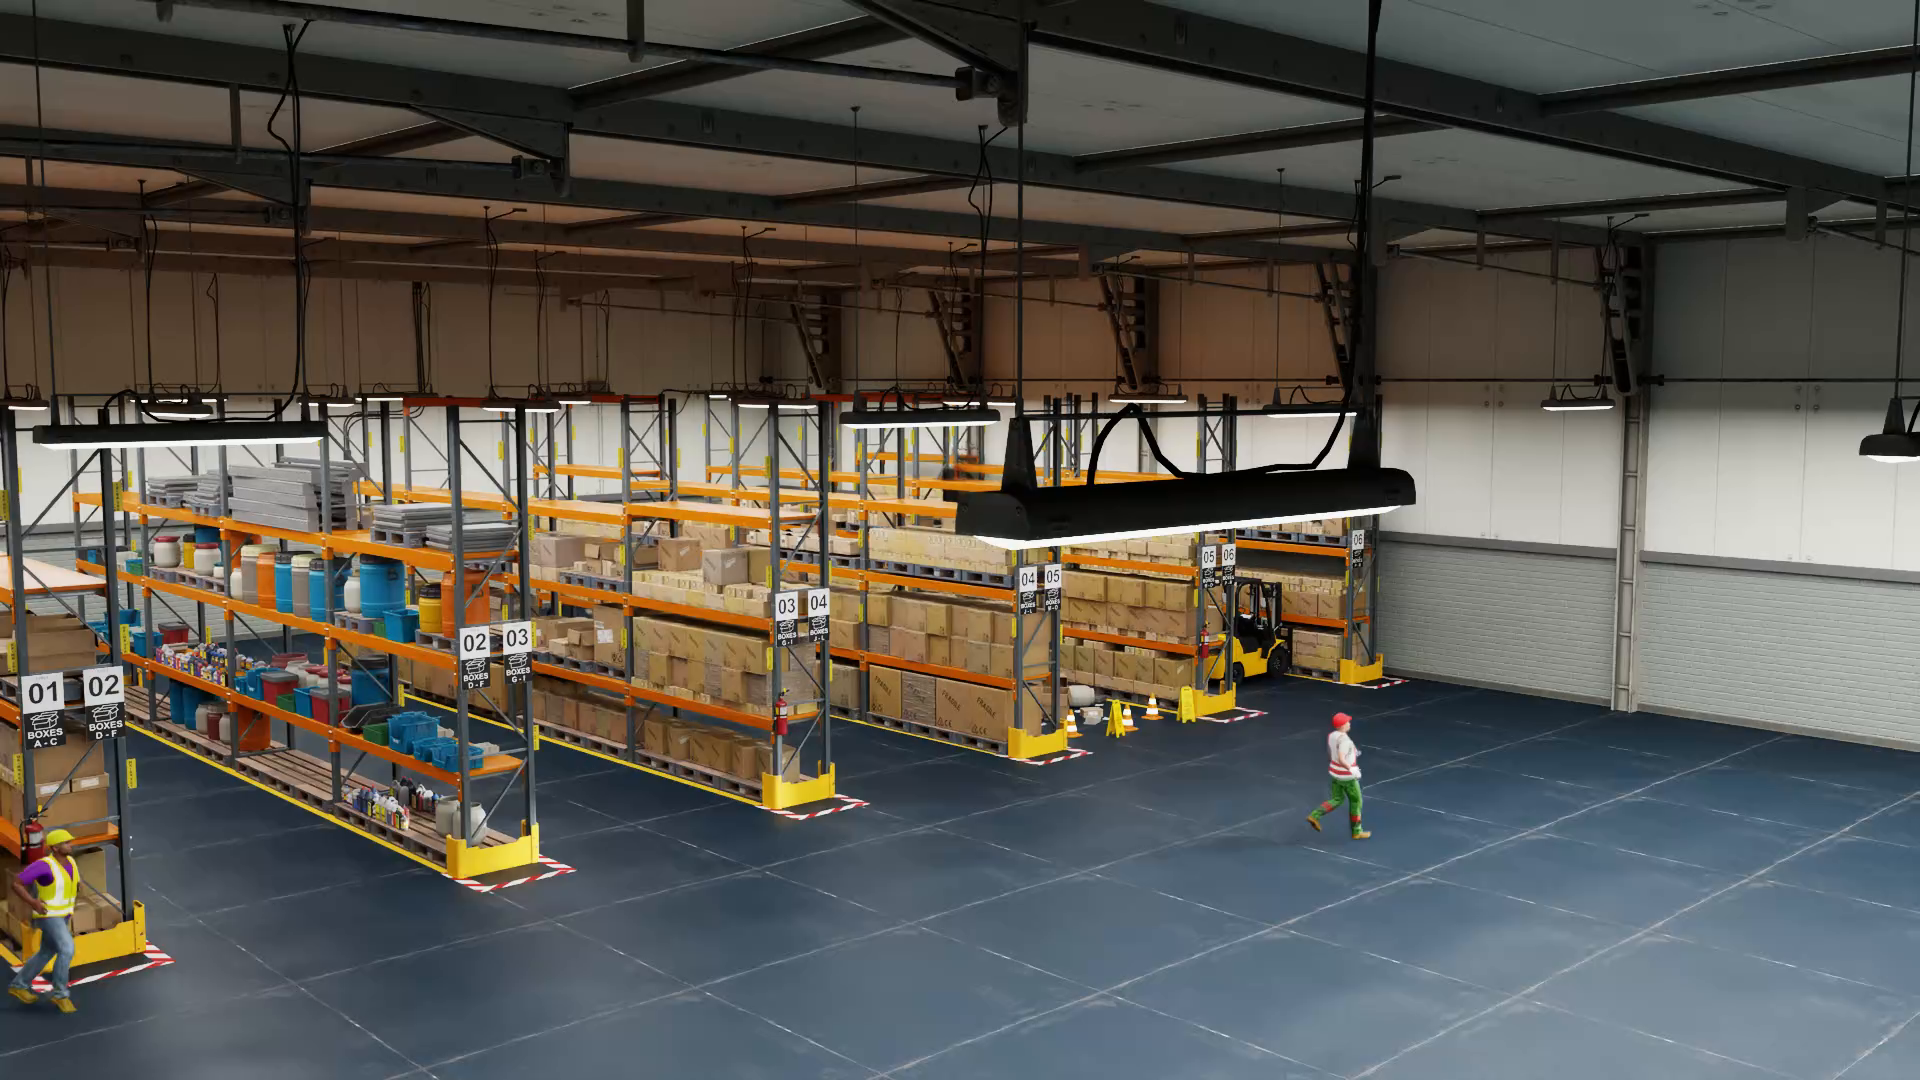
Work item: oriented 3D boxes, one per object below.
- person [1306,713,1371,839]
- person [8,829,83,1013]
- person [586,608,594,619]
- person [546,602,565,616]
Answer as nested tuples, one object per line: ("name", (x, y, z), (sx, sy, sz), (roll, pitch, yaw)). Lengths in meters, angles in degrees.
("person", (5.231, 3.242, 22.818), (0.928, 1.766, 0.669), (-2, 6, -16))
("person", (-9.249, 3.846, 16.907), (0.738, 1.820, 0.693), (0, 6, -1))
("person", (-9.273, 1.474, 41.996), (0.496, 1.634, 0.611), (-4, 7, -37))
("person", (-9.981, 1.577, 41.058), (0.499, 1.602, 0.676), (0, 6, -1))
